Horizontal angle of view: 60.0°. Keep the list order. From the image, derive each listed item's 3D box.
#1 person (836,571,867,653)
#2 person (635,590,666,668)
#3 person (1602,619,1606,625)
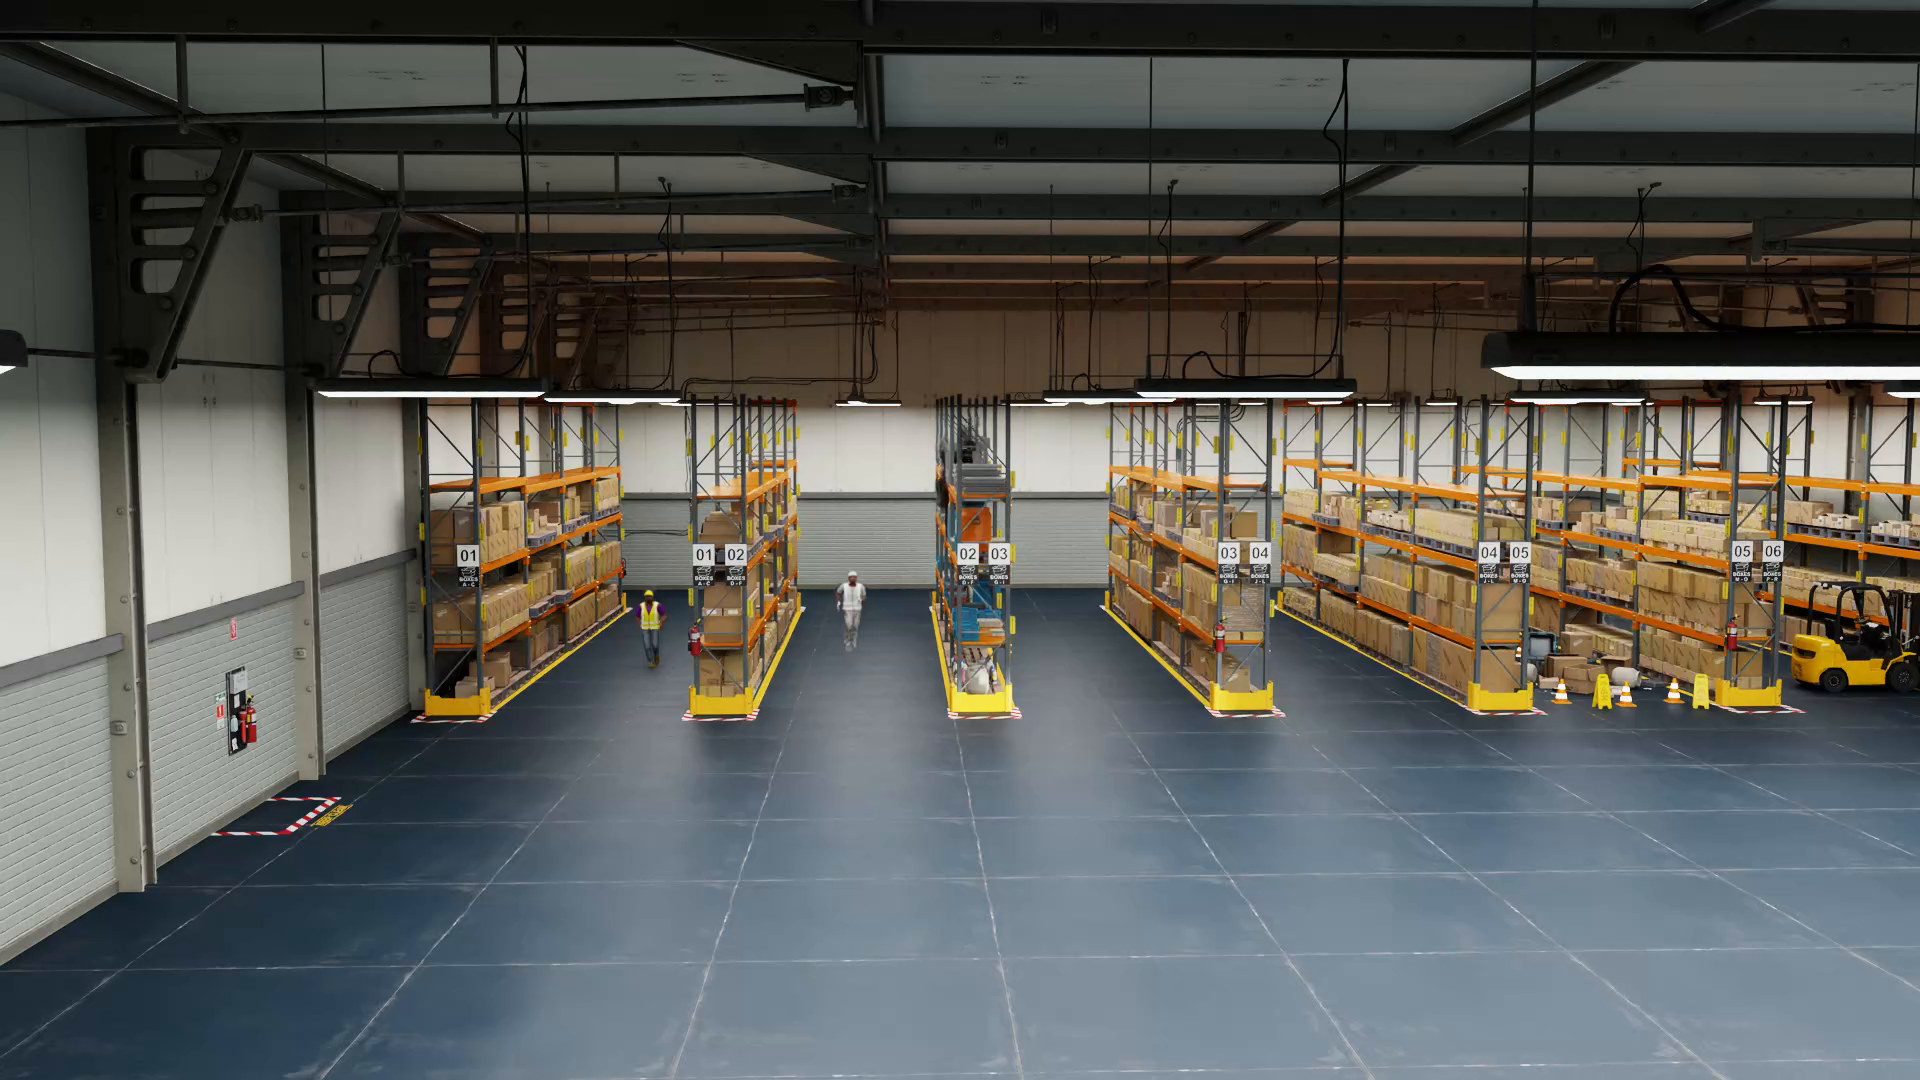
[{"bbox_3d":[-2.416,1.623,37.375,0.664,1.843,0.686,-1,5,-14],"label":"person"},{"bbox_3d":[-6.839,1.968,36.693,0.674,1.721,0.569,0,5,-4],"label":"person"},{"bbox_3d":[16.218,1.485,42.206,0.697,1.783,1.044,0,5,-5],"label":"person"}]
